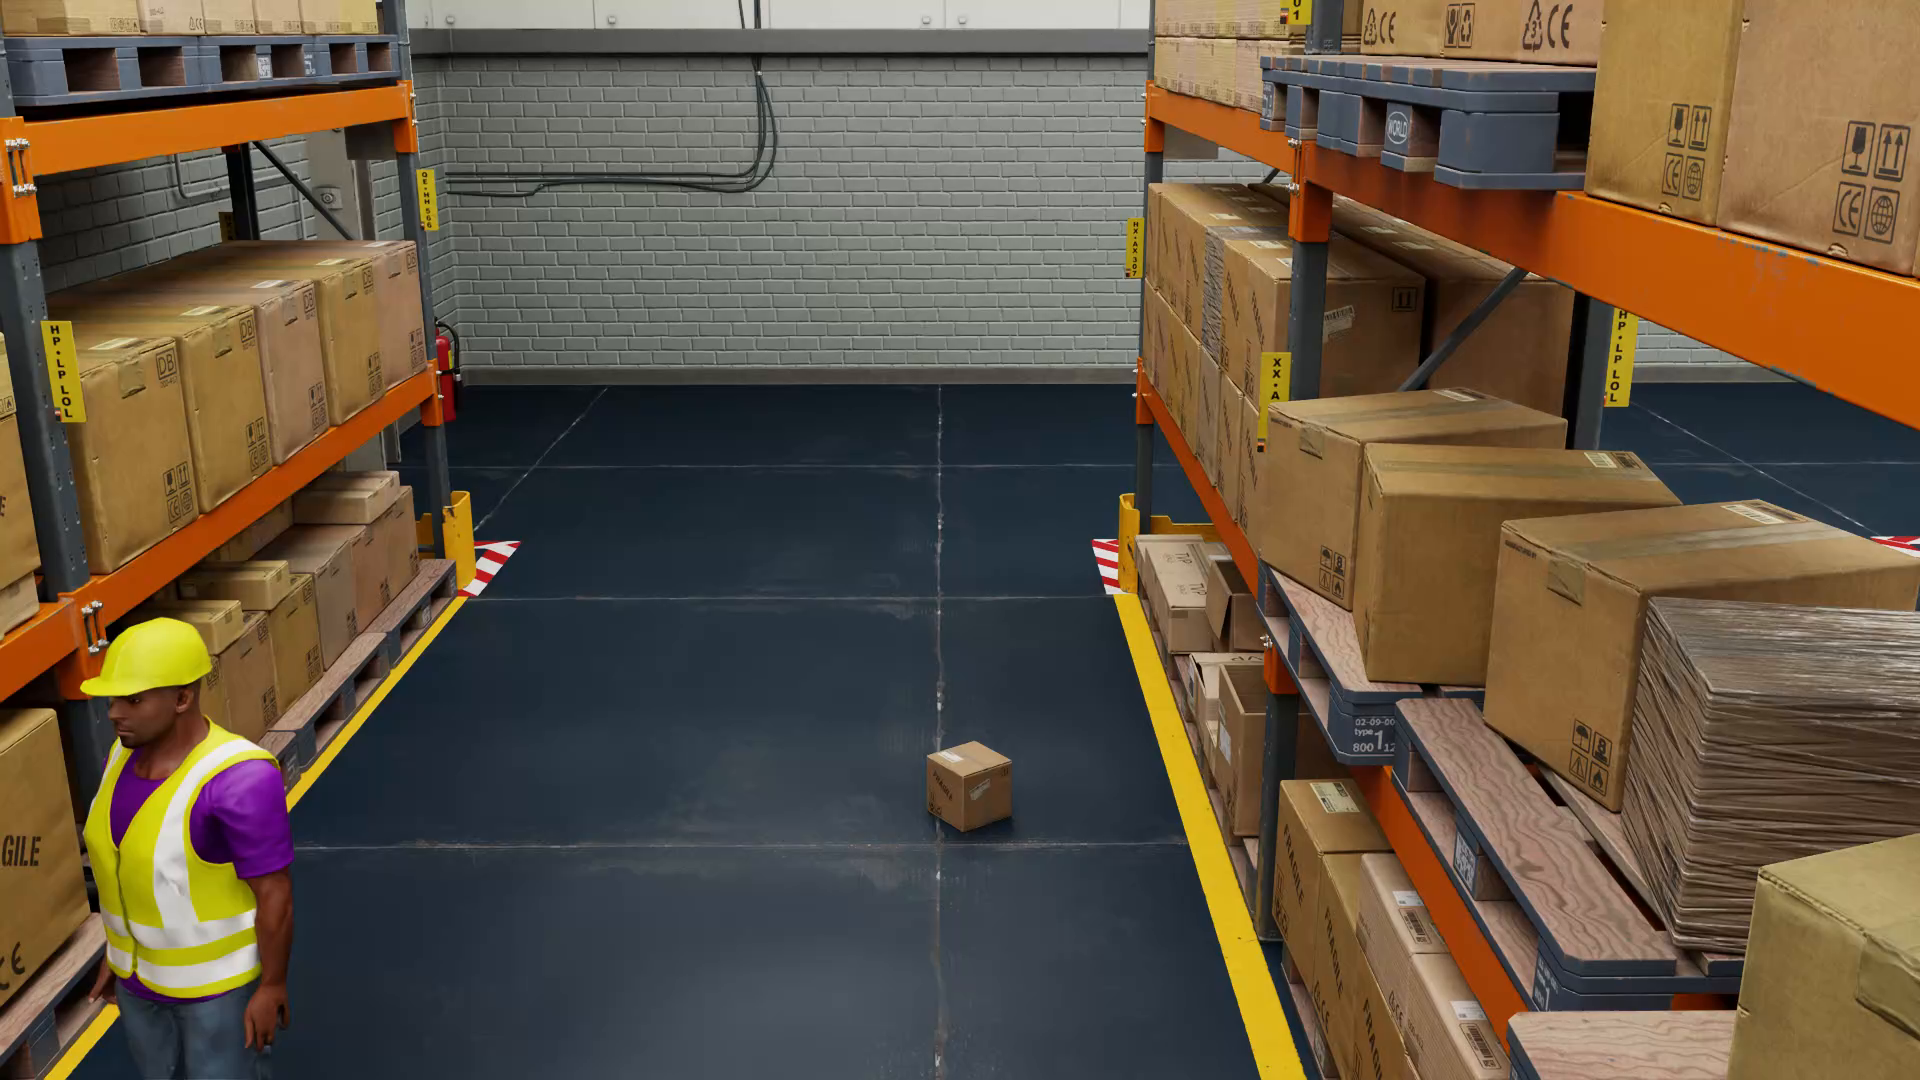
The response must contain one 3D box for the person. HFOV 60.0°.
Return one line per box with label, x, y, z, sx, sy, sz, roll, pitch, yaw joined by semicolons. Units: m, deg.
person;-1.885;1.049;4.042;0.570;1.770;0.407;9;19;28
